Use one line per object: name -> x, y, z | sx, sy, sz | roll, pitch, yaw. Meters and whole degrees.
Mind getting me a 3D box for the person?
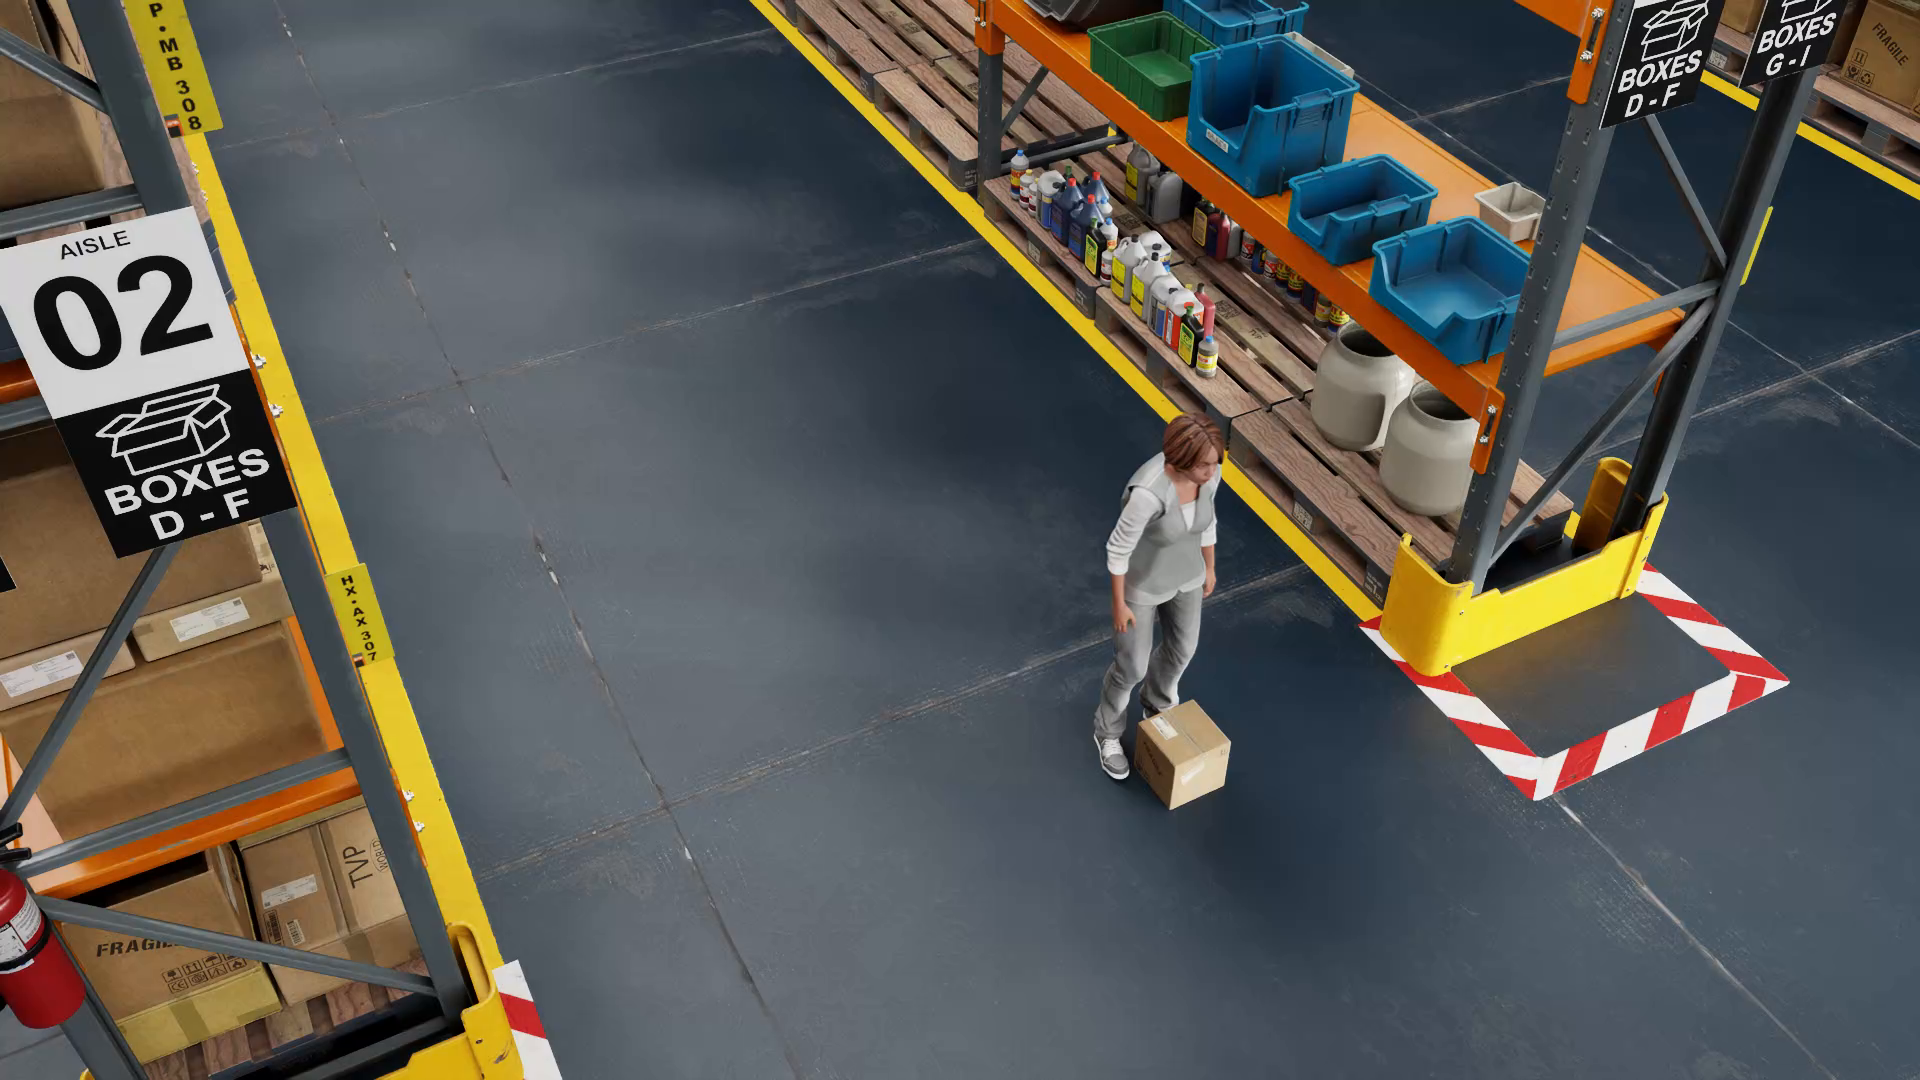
person -> 0.720, 0.171, 5.978 | 0.482, 1.591, 0.350 | -22, 46, -23
